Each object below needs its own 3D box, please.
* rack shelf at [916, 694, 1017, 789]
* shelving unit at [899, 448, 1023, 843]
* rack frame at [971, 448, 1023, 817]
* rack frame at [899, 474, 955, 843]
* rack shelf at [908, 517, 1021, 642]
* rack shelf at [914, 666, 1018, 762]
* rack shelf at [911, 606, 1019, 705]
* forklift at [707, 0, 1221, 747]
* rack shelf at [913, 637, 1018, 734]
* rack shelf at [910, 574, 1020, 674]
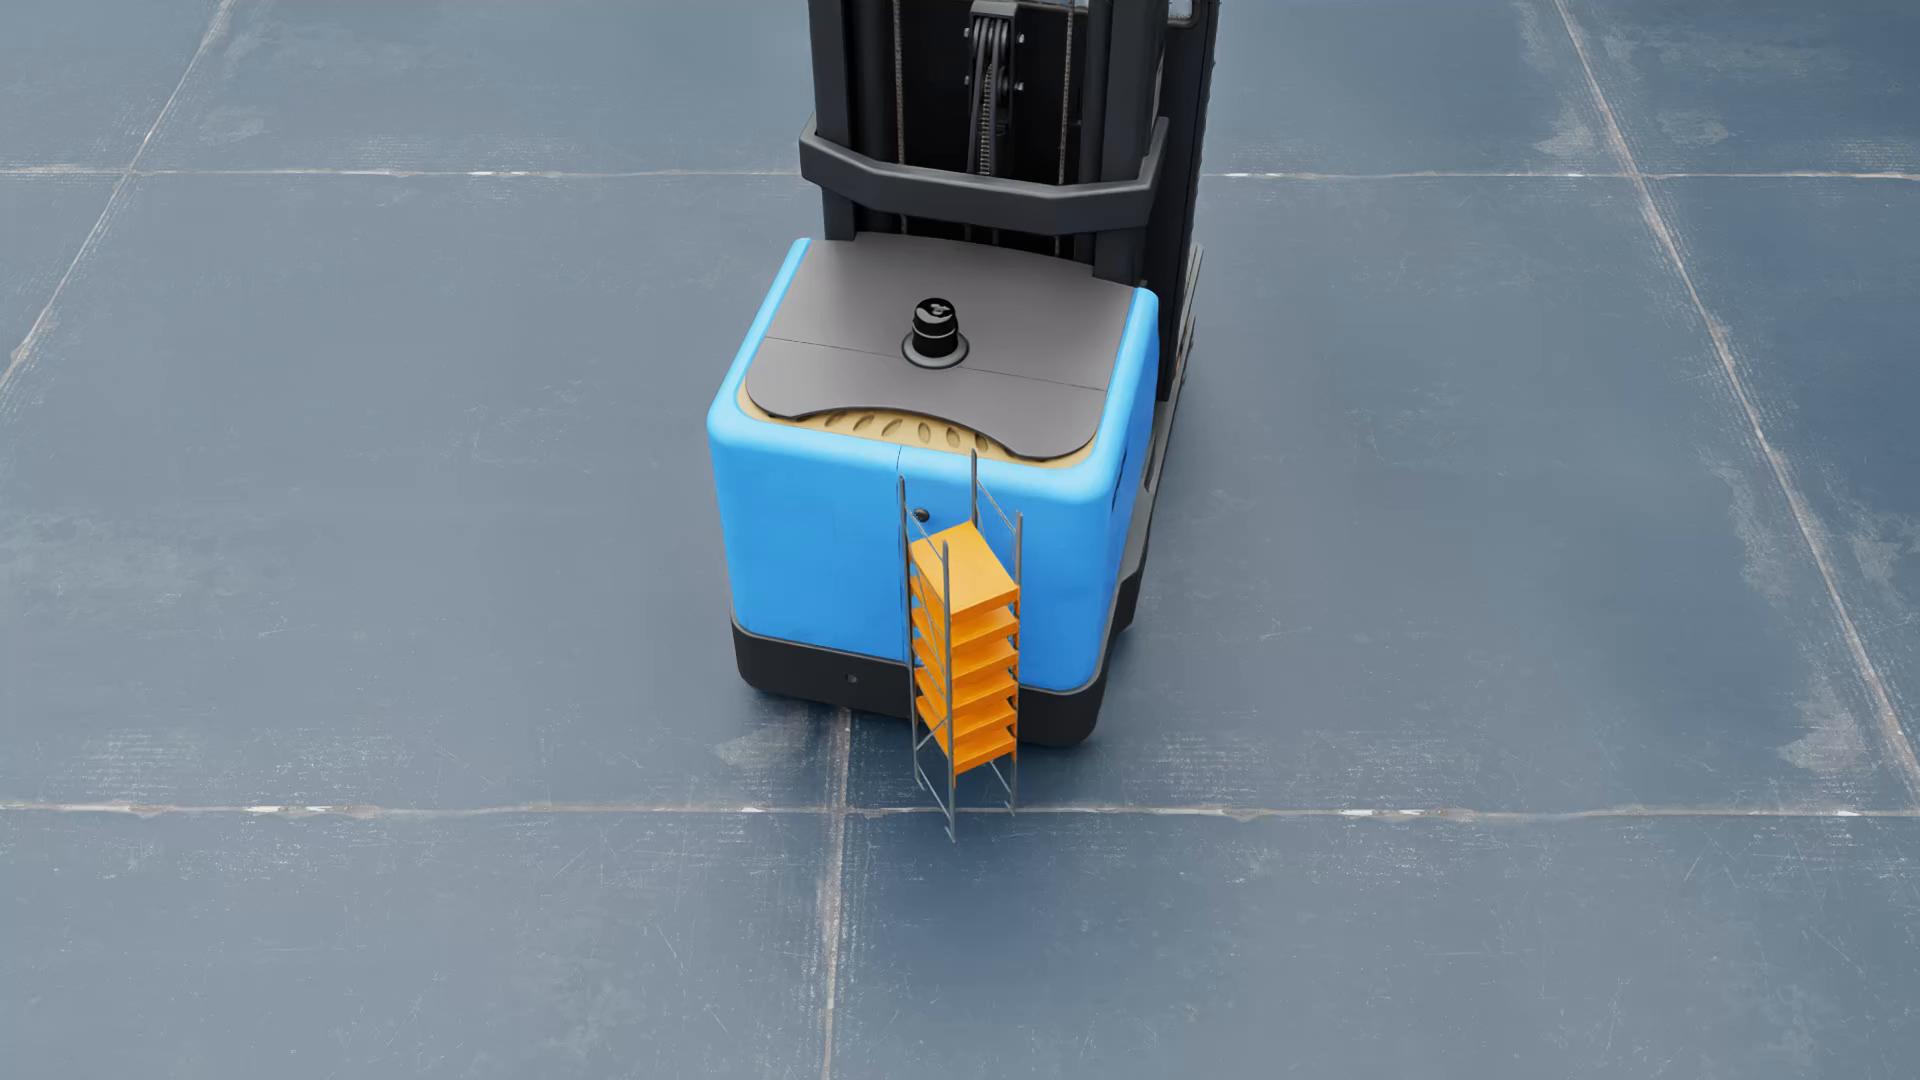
[{"bbox_3d":[0.009,0.496,4.355,0.180,0.103,0.258,-21,51,-17],"label":"rack shelf"},{"bbox_3d":[0.006,0.304,4.145,0.189,1.200,0.258,-21,51,-17],"label":"shelving unit"},{"bbox_3d":[0.088,0.273,4.172,0.006,1.200,0.240,-21,51,-17],"label":"rack frame"},{"bbox_3d":[-0.075,0.335,4.118,0.006,1.200,0.240,-21,51,-17],"label":"rack frame"},{"bbox_3d":[0.003,0.091,3.912,0.180,0.103,0.258,-21,51,-17],"label":"rack shelf"},{"bbox_3d":[0.008,0.415,4.266,0.180,0.103,0.258,-21,51,-17],"label":"rack shelf"},{"bbox_3d":[0.005,0.253,4.089,0.180,0.103,0.258,-21,51,-17],"label":"rack shelf"},{"bbox_3d":[0.199,-1.525,4.667,1.130,2.935,3.031,10,48,9],"label":"forklift"},{"bbox_3d":[0.007,0.334,4.178,0.180,0.103,0.258,-21,51,-17],"label":"rack shelf"},{"bbox_3d":[0.004,0.172,4.001,0.180,0.103,0.258,-21,51,-17],"label":"rack shelf"}]
